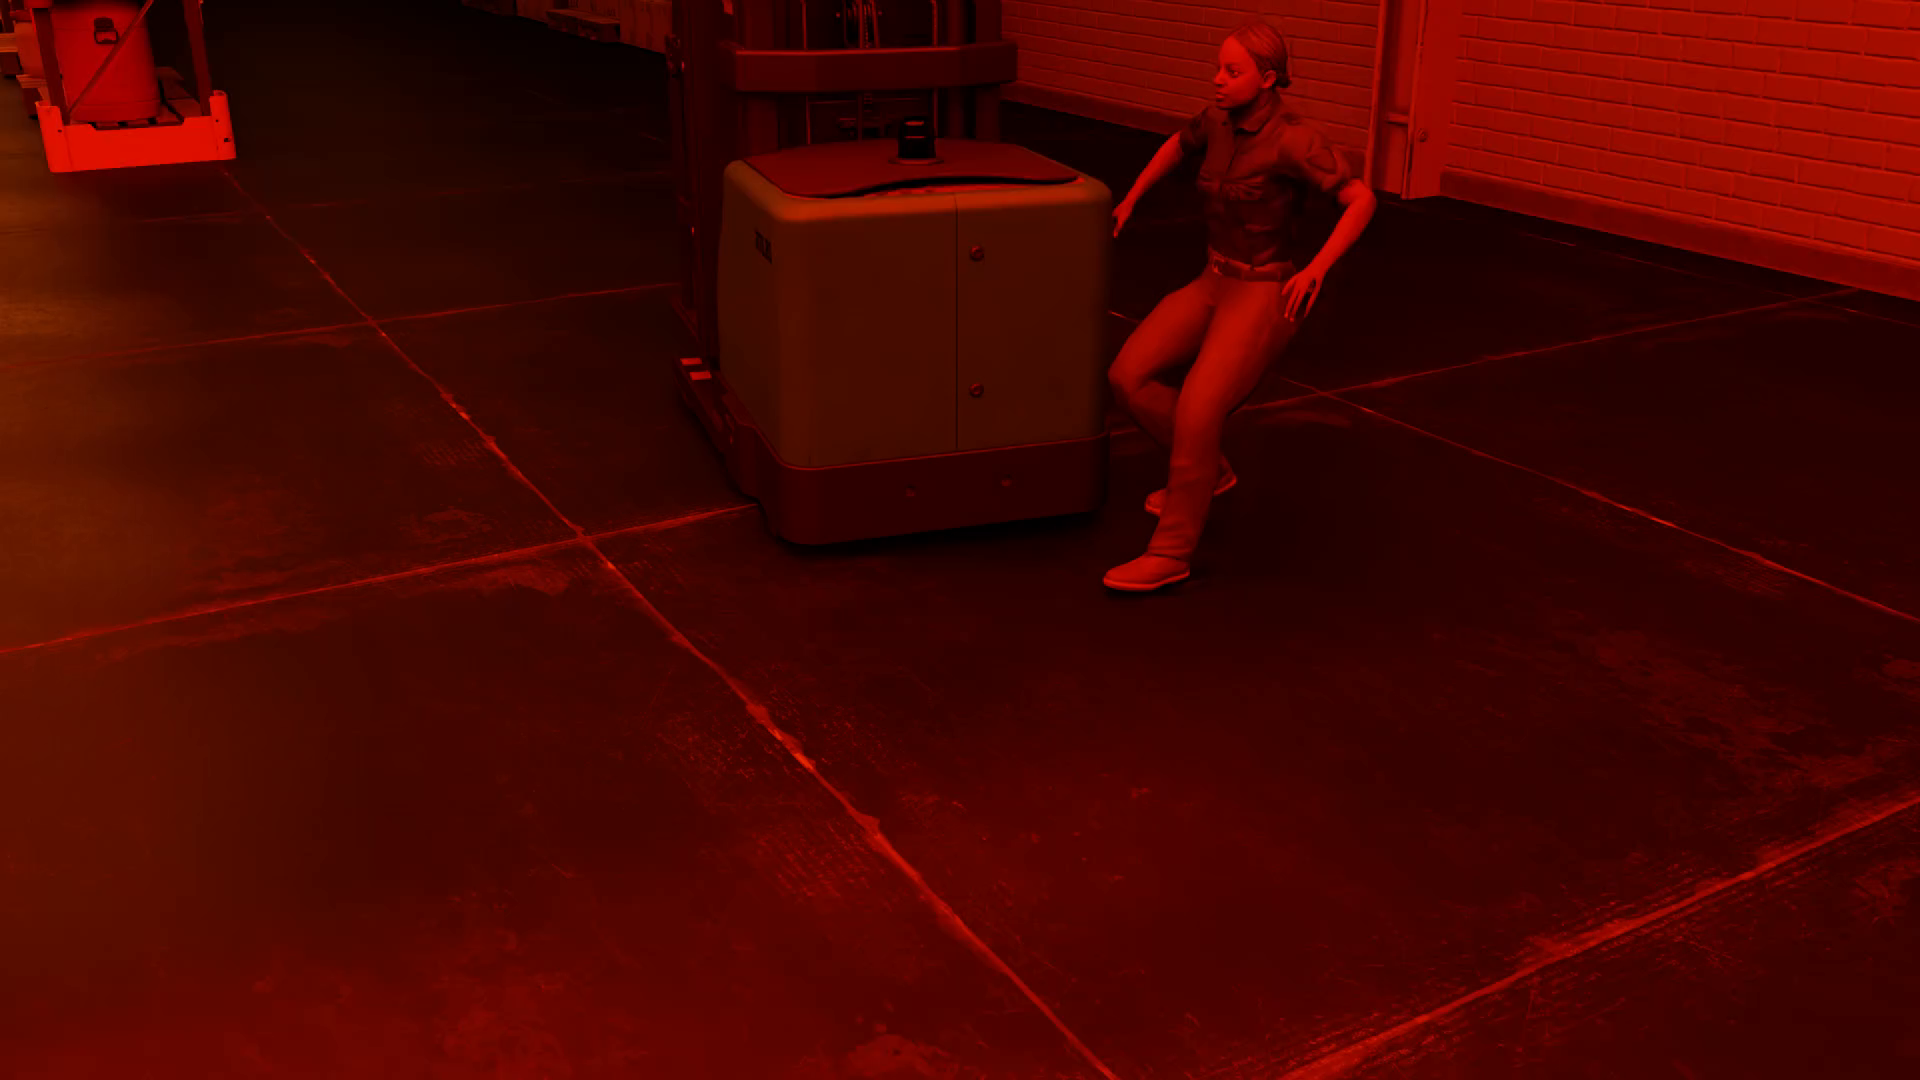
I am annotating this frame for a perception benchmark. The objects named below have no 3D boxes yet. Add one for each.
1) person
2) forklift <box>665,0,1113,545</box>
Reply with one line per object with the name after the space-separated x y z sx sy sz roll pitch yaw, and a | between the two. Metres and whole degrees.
0.654 -0.669 4.734 0.693 1.534 0.946 -9 24 -22 | person
-0.482 -1.871 5.834 1.130 2.935 3.031 -7 23 -17 | forklift
